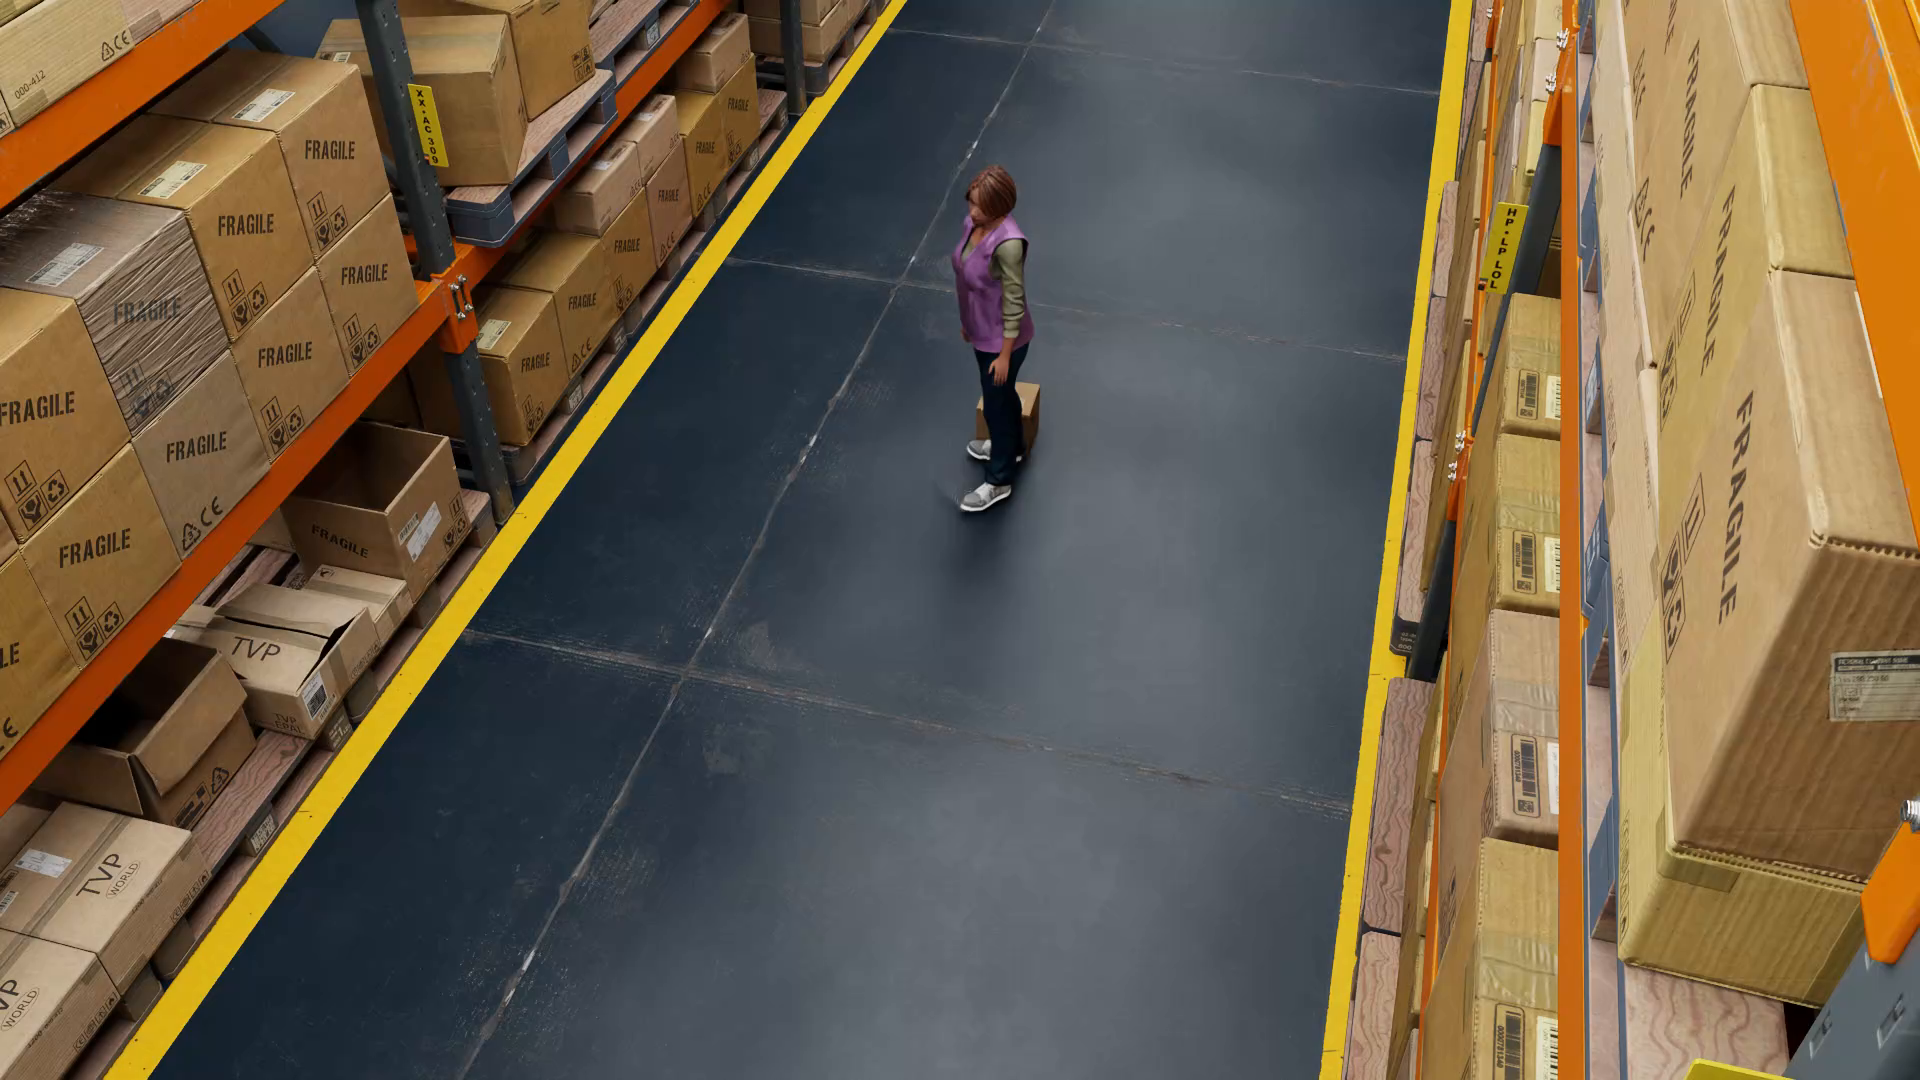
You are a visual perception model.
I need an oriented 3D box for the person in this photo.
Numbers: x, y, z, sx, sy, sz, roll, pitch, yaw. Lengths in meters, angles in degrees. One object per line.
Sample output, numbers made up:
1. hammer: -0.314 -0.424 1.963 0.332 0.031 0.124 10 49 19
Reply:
1. person: 0.133 -0.880 7.122 0.401 1.596 0.483 -12 43 -14
